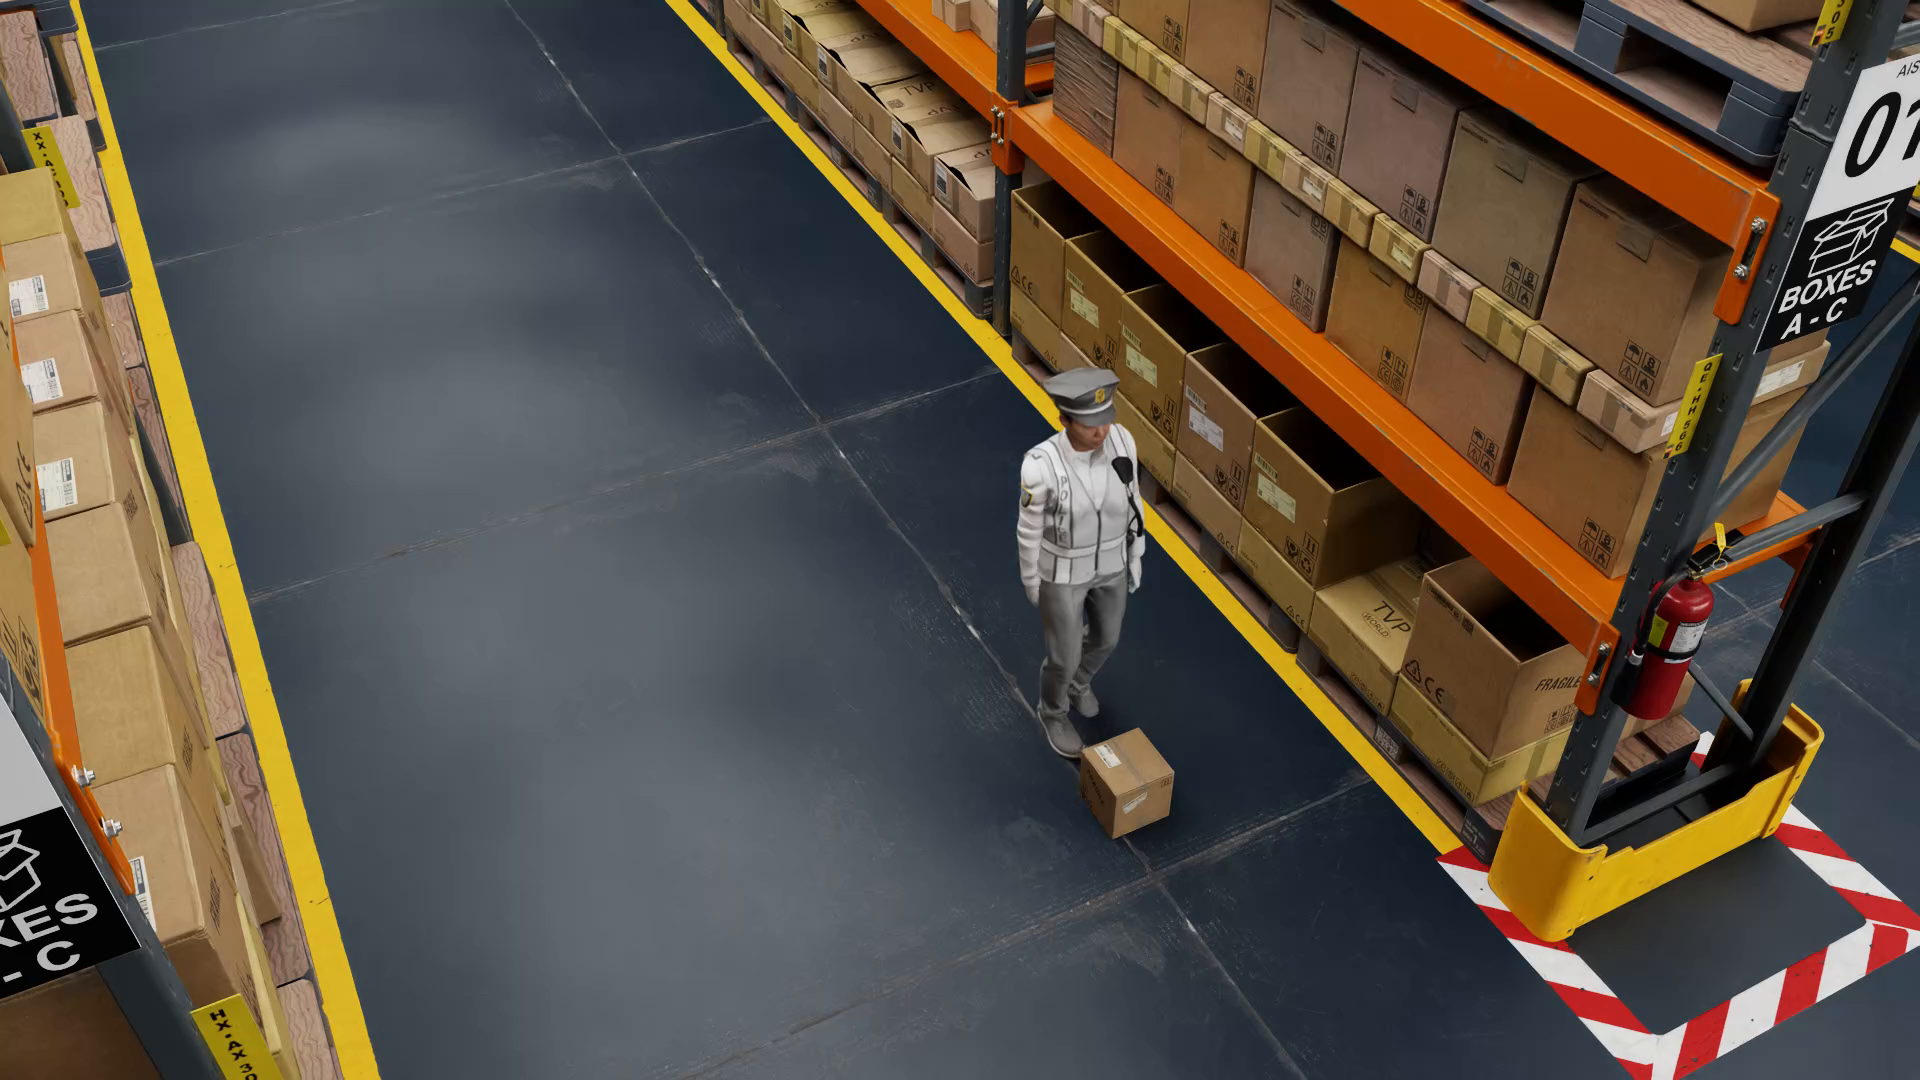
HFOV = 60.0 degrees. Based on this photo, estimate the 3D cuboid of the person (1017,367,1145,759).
[{"bbox_3d":[0.450,0.114,6.072,0.487,1.726,0.388,-18,44,-19],"label":"person"}]
